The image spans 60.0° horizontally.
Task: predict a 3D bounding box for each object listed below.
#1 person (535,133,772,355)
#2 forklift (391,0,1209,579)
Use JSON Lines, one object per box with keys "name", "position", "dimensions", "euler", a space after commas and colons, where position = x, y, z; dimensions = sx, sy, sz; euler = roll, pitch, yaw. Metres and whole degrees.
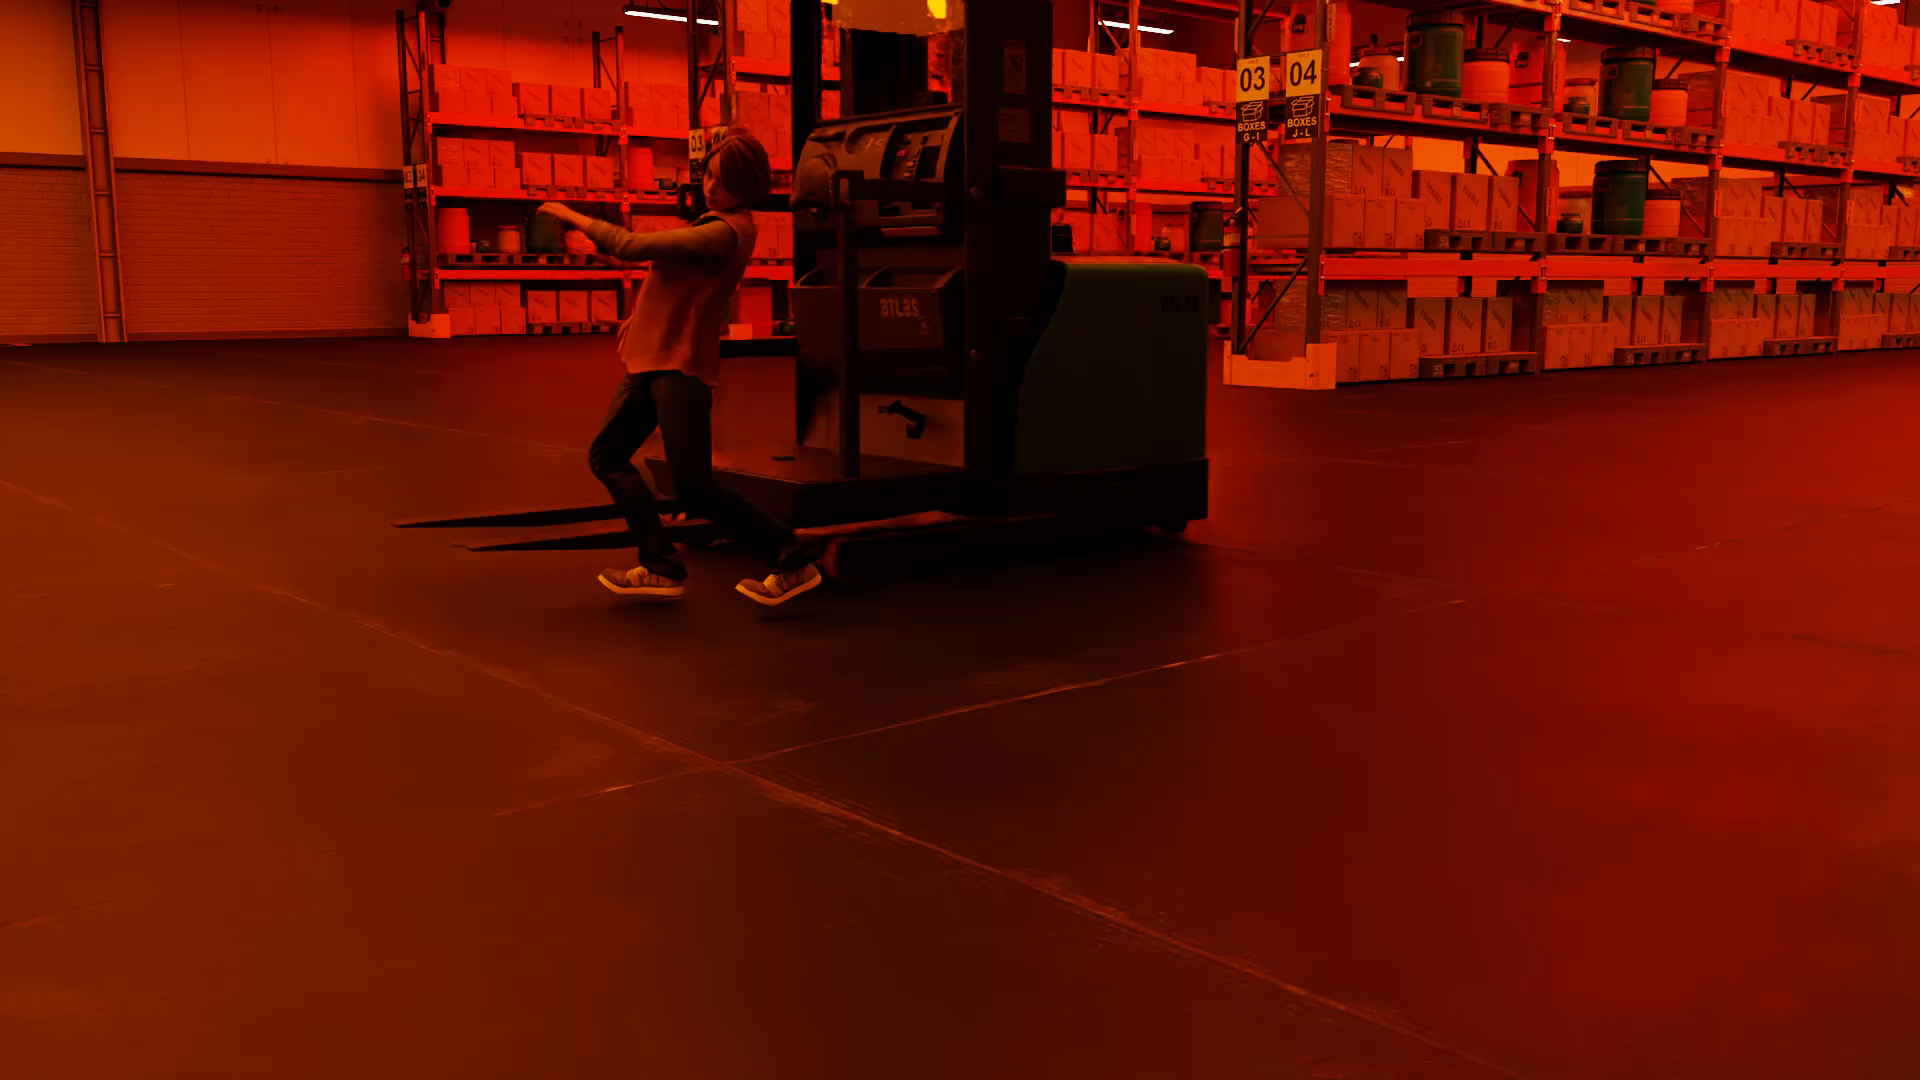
{"name": "person", "position": [-0.958, -0.820, 5.066], "dimensions": [0.655, 0.750, 0.715], "euler": [-4, 10, -23]}
{"name": "forklift", "position": [-0.472, -1.387, 5.917], "dimensions": [3.031, 2.935, 1.130], "euler": [-7, 11, -38]}
